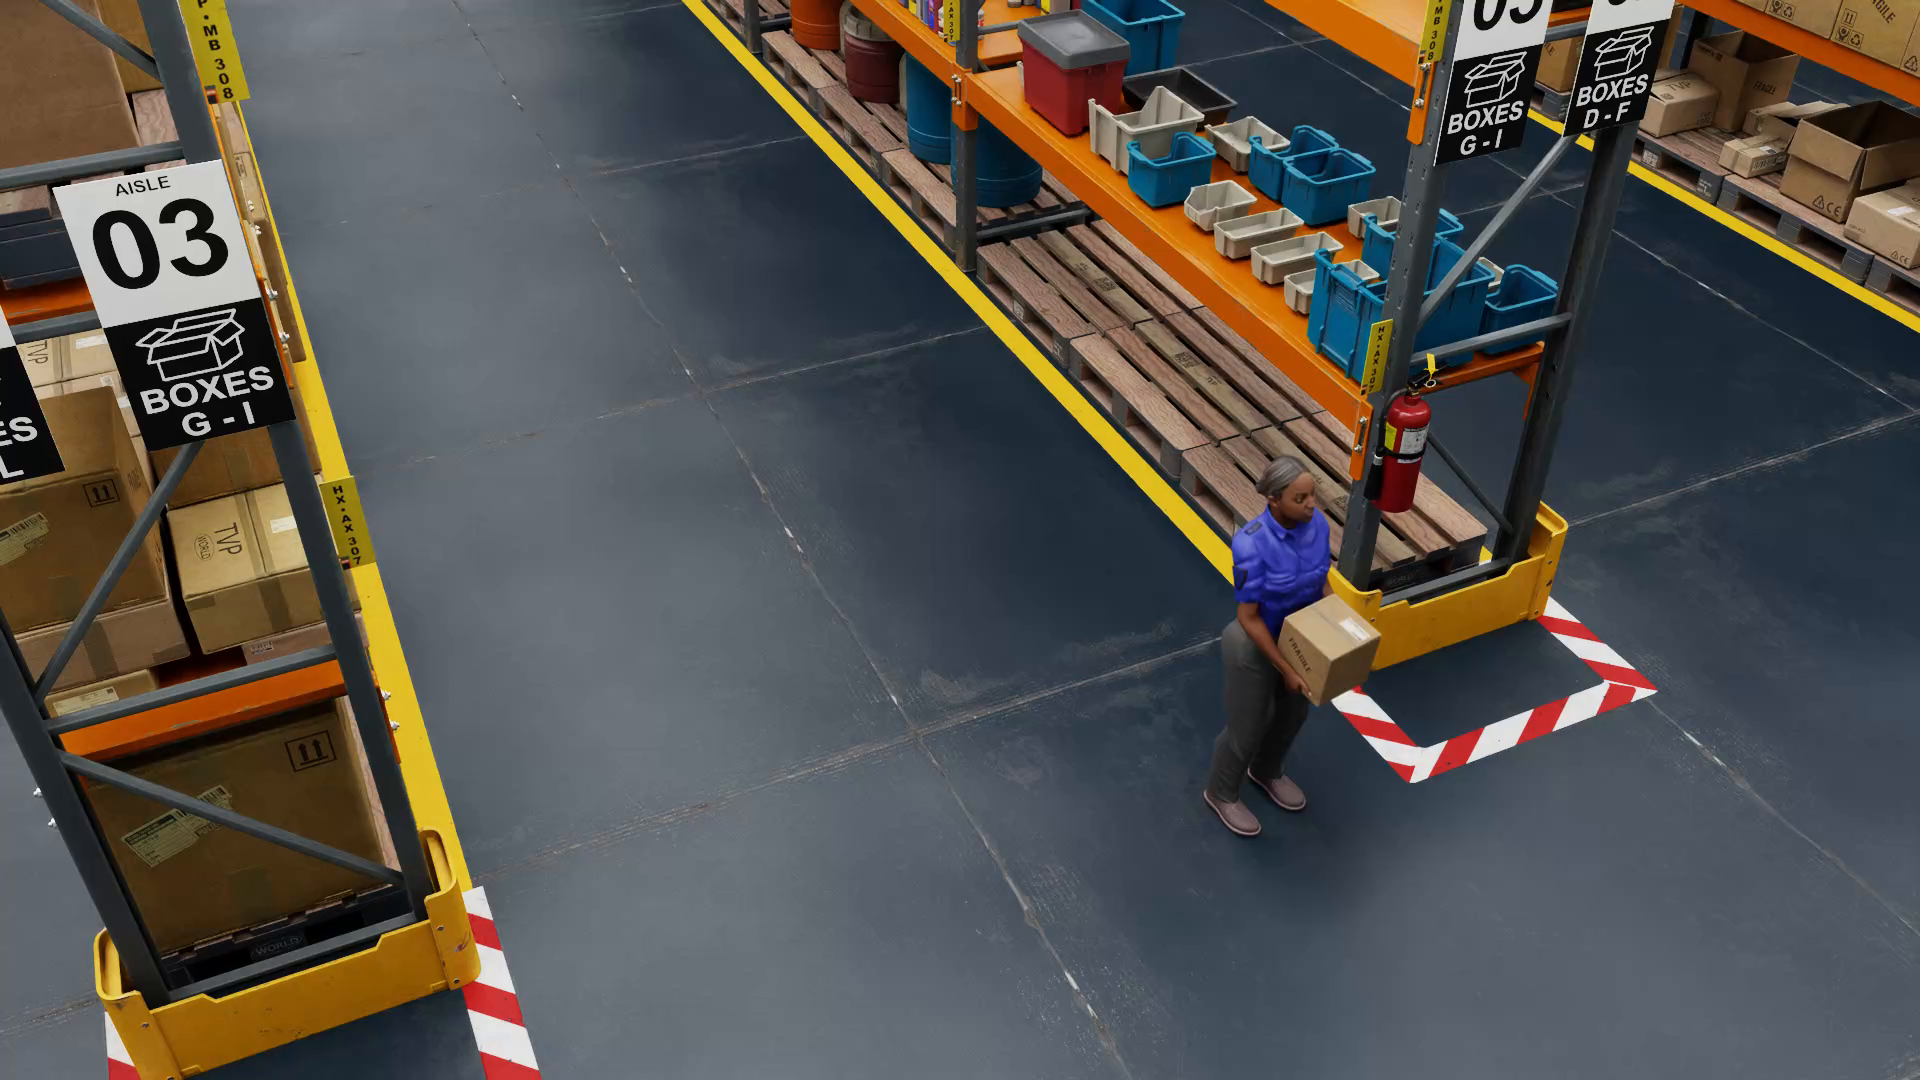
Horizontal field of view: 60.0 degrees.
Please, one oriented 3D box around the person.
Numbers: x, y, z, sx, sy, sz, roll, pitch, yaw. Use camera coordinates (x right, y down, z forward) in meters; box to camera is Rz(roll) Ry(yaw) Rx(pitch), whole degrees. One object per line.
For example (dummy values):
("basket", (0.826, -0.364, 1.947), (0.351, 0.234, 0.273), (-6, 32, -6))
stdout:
("person", (1.234, 0.447, 6.284), (0.450, 1.646, 0.523), (-22, 43, -26))
